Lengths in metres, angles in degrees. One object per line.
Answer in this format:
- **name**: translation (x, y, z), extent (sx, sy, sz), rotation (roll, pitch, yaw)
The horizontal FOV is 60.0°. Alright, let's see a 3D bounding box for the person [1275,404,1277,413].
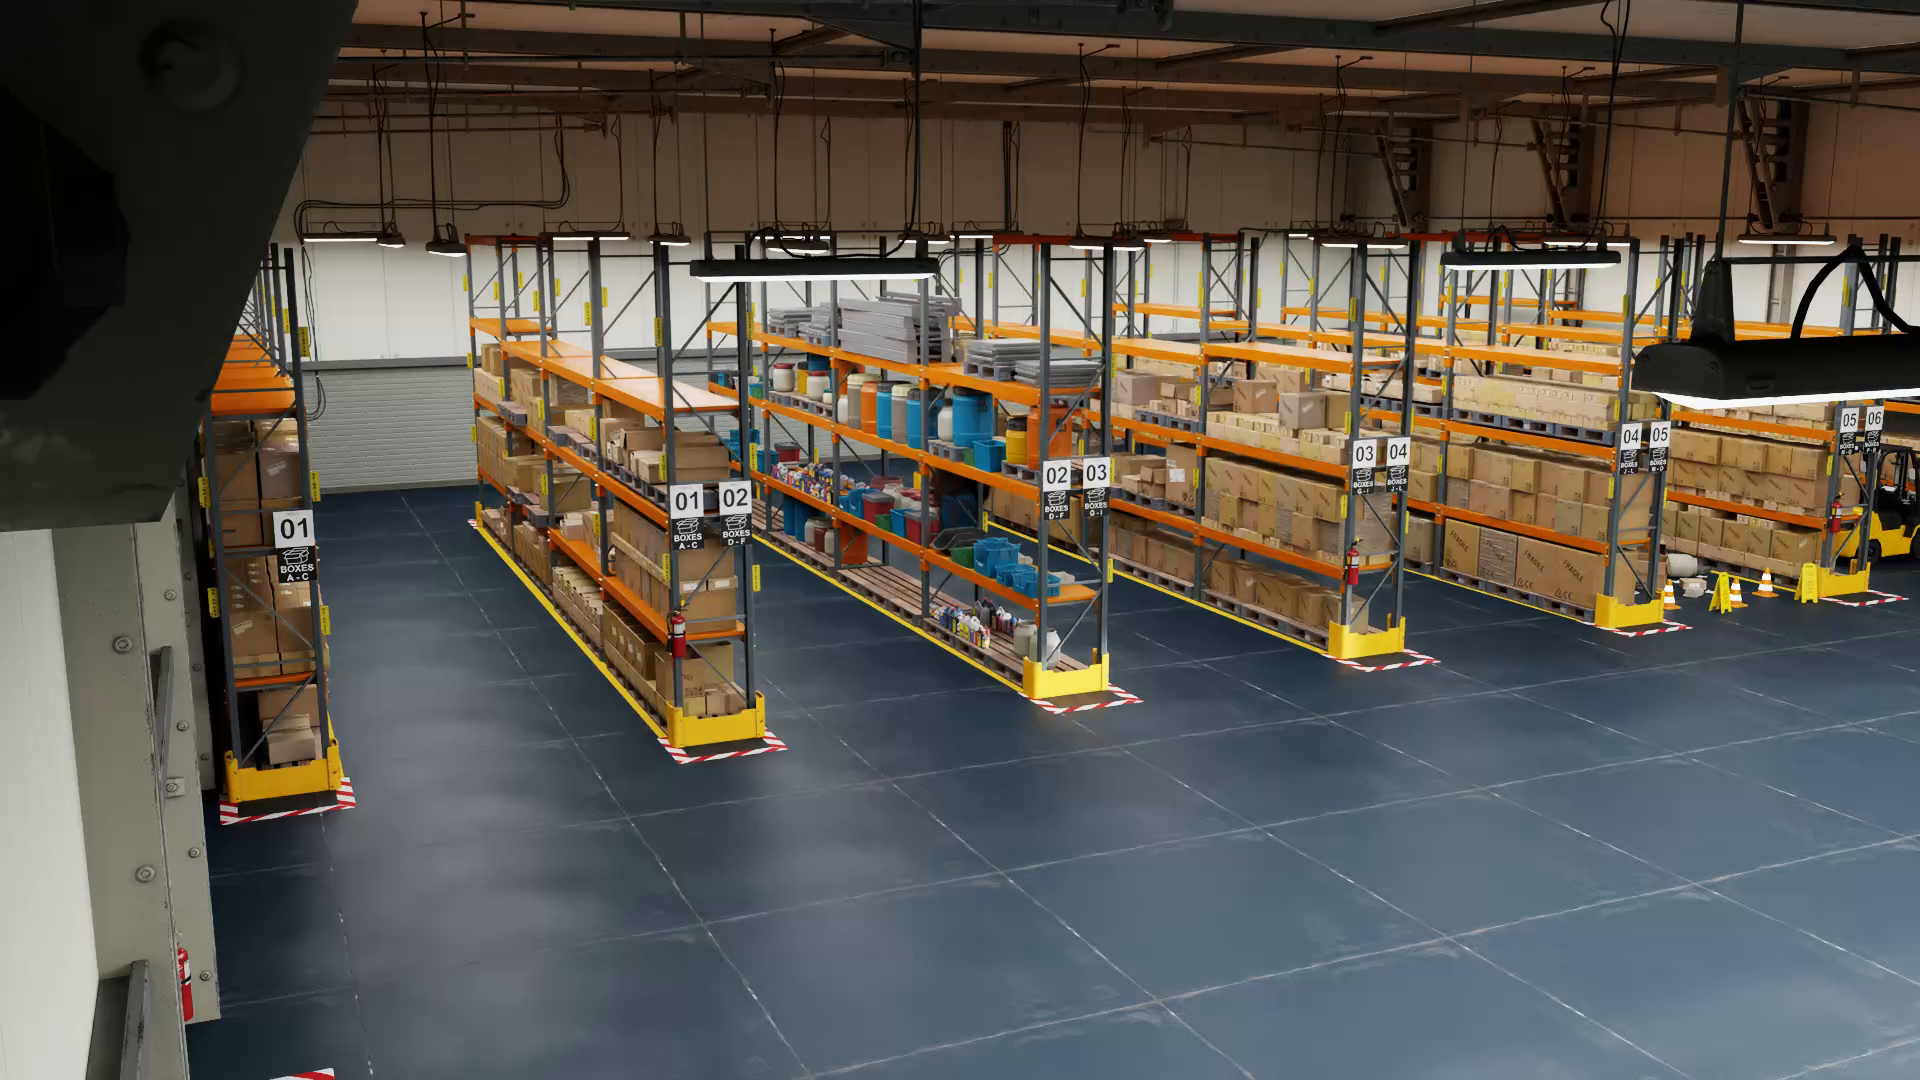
- **person**: translation (8.261, -2.939, 43.973), extent (0.586, 1.697, 0.716), rotation (4, 12, 22)

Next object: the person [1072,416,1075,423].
- **person**: translation (2.604, -2.357, 40.929), extent (0.887, 1.648, 0.616), rotation (-9, 14, -40)
